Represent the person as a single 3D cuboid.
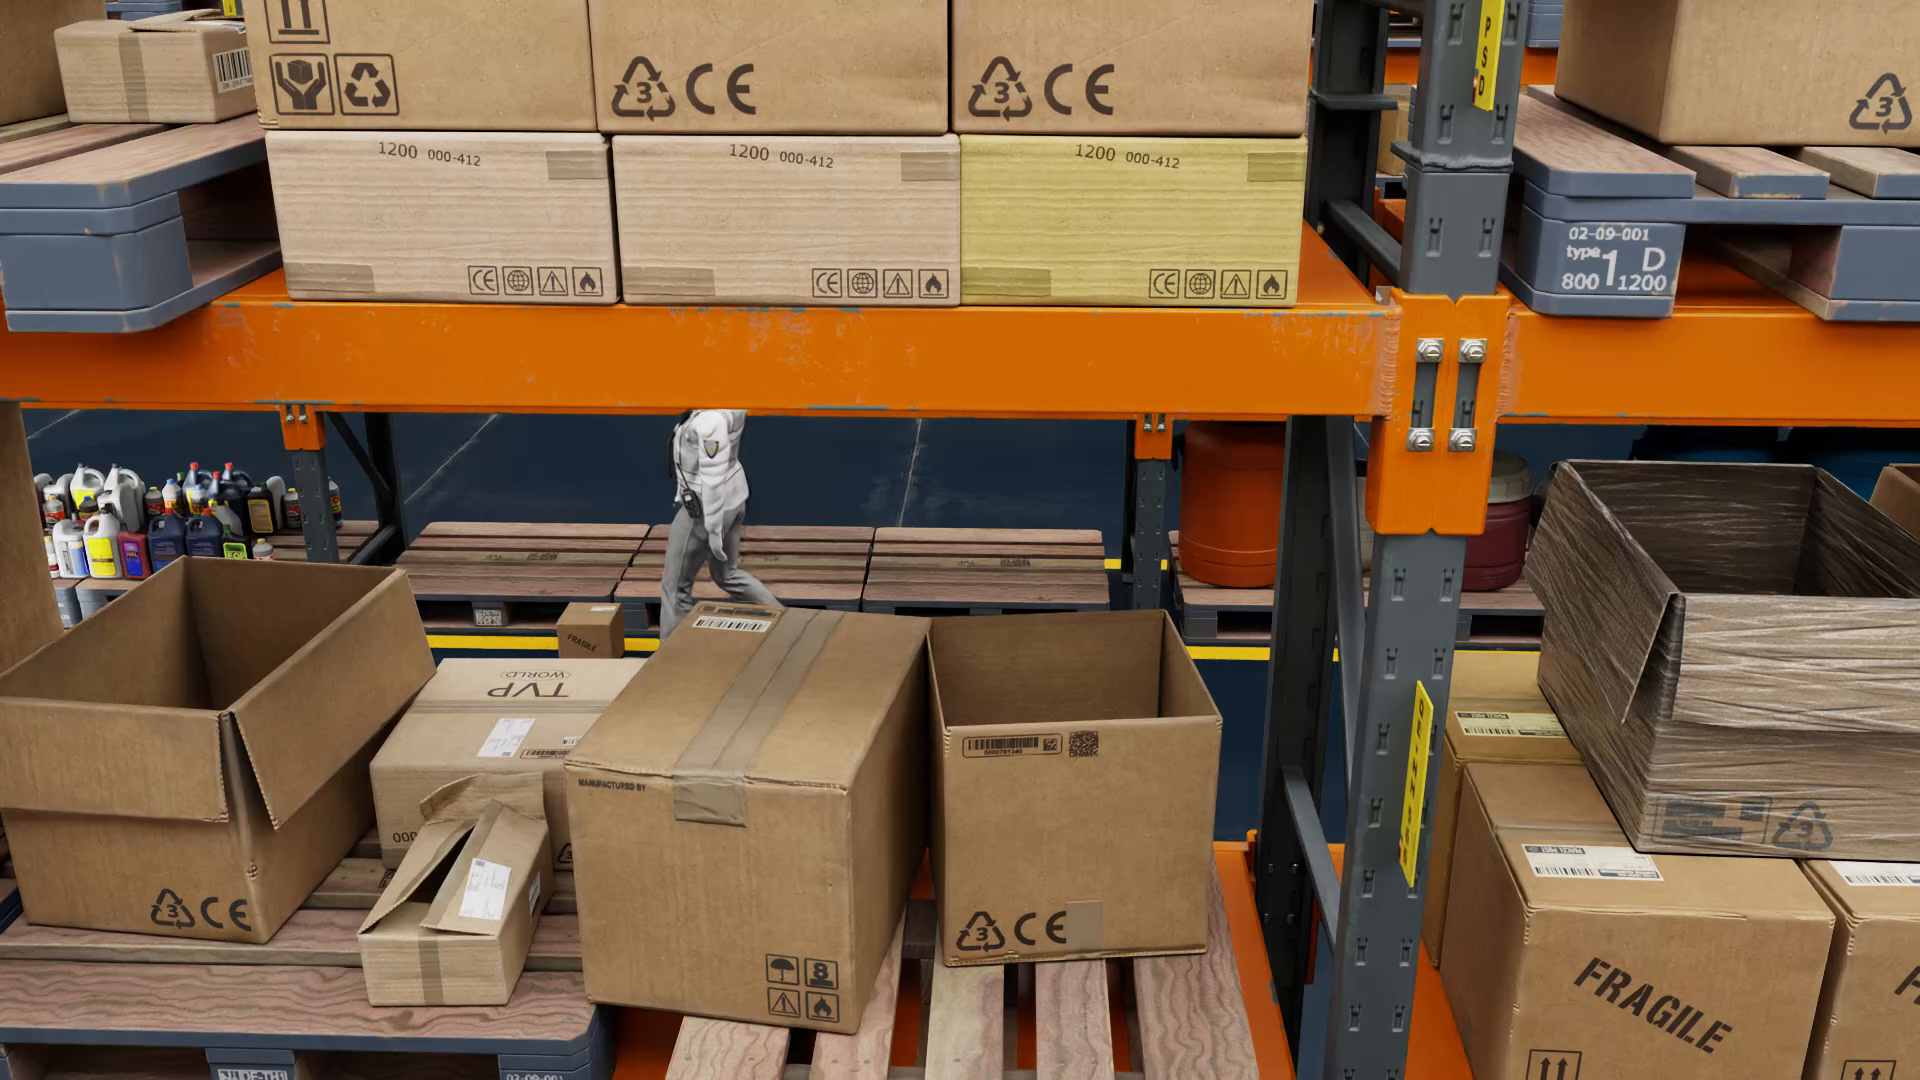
[{"bbox_3d":[-1.137,-0.154,7.426,0.843,1.653,0.481,4,21,12],"label":"person"}]
